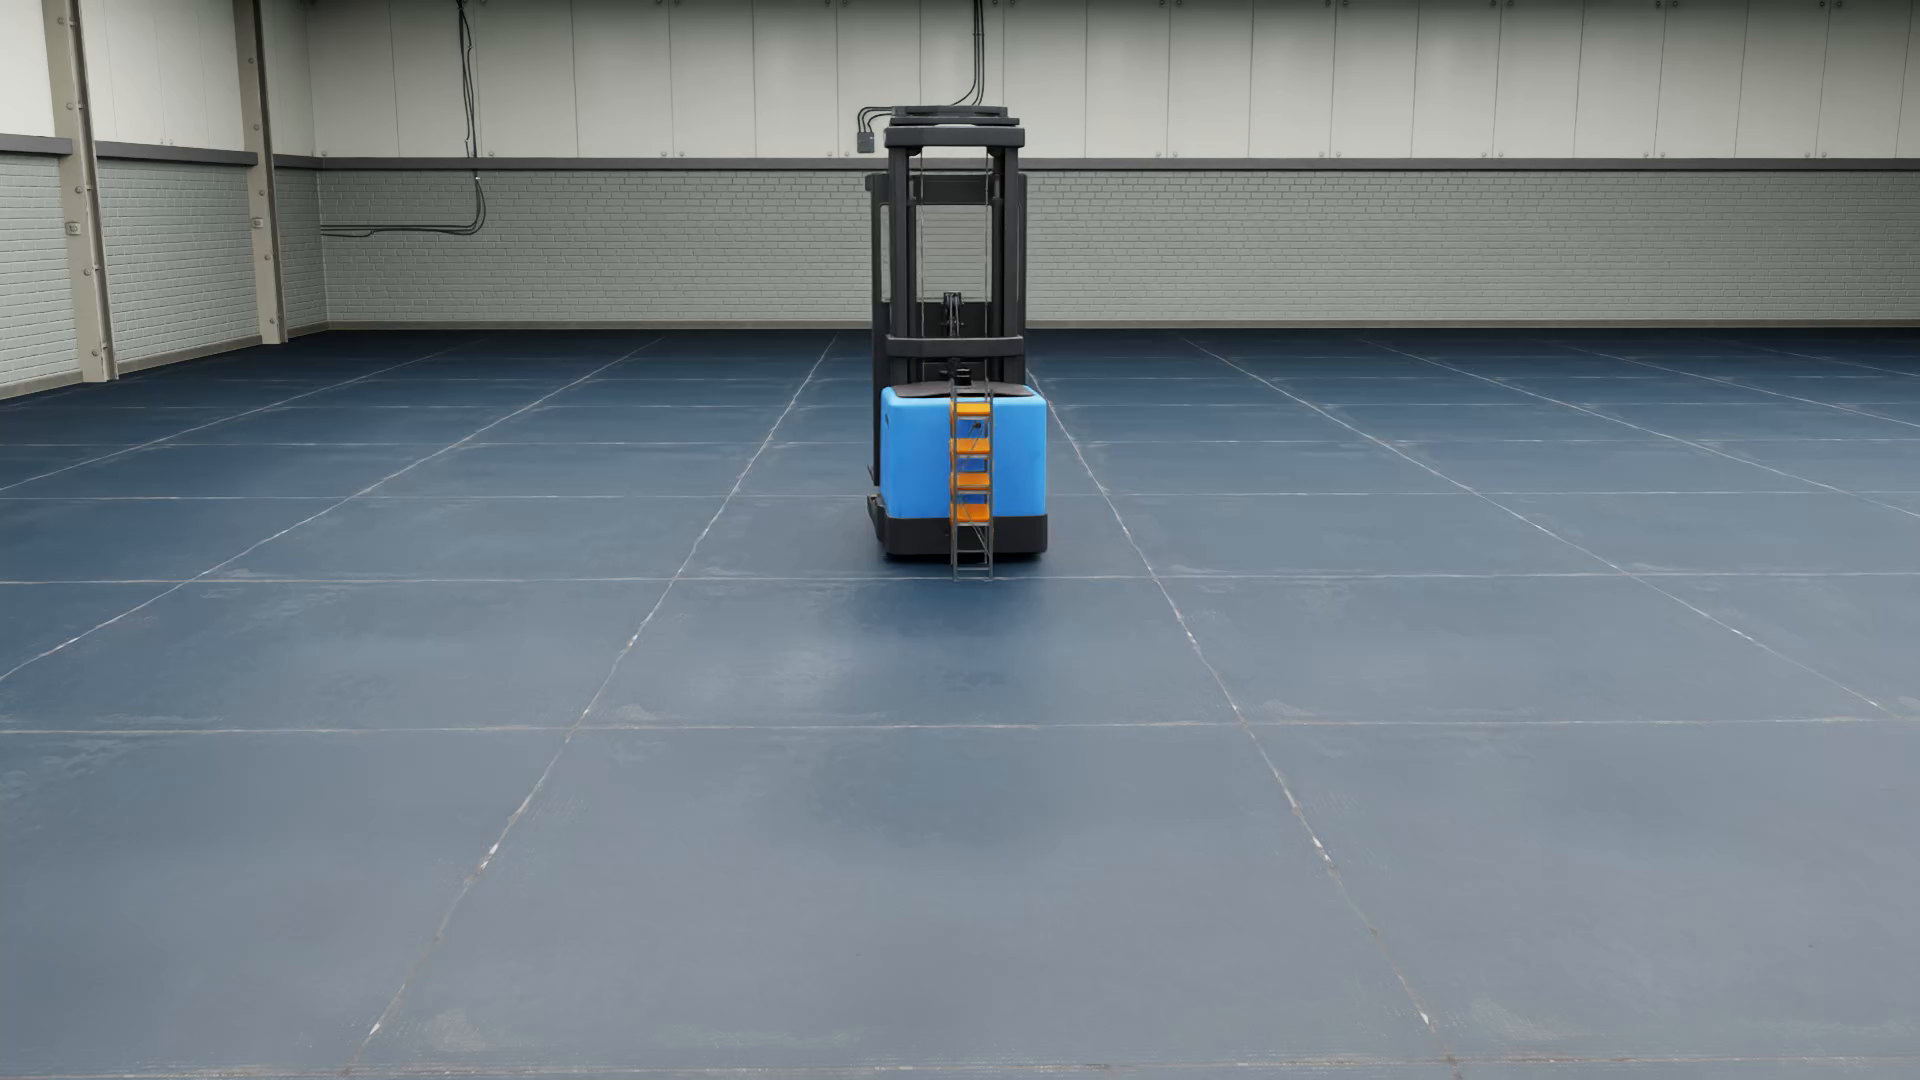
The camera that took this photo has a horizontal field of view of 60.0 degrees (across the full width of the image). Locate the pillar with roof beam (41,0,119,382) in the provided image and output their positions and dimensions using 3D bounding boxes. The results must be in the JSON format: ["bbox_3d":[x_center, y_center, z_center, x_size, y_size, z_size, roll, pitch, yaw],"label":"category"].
[{"bbox_3d":[-7.036,-6.531,21.117,9.100,9.000,0.400,0,11,-1],"label":"pillar with roof beam"}]

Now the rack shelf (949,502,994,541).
[{"bbox_3d":[0.070,-0.120,10.445,0.258,0.148,0.480,-1,12,-2],"label":"rack shelf"}]

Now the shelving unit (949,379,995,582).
[{"bbox_3d":[0.070,-0.379,10.387,0.258,1.200,0.503,-1,12,-2],"label":"shelving unit"}]

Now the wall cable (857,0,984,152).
[{"bbox_3d":[-0.711,-9.999,29.660,2.305,6.003,0.169,0,11,-1],"label":"wall cable"}]

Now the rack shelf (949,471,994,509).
[{"bbox_3d":[0.070,-0.314,10.402,0.258,0.148,0.480,-1,12,-2],"label":"rack shelf"}]

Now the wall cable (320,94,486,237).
[{"bbox_3d":[-10.203,-6.775,30.131,3.097,2.526,0.112,0,11,-1],"label":"wall cable"}]

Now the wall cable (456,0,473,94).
[{"bbox_3d":[-7.498,-9.261,29.683,3.097,2.526,0.112,0,11,-1],"label":"wall cable"}]

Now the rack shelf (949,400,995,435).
[{"bbox_3d":[0.070,-0.763,10.303,0.258,0.148,0.480,-1,12,-2],"label":"rack shelf"}]

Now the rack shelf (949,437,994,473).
[{"bbox_3d":[0.070,-0.532,10.354,0.258,0.148,0.480,-1,12,-2],"label":"rack shelf"}]

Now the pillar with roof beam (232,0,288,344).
[{"bbox_3d":[-7.160,-7.723,26.996,9.100,9.000,0.400,0,11,-1],"label":"pillar with roof beam"}]

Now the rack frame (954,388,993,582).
[{"bbox_3d":[0.081,-0.327,10.149,0.240,1.200,0.015,-1,12,-2],"label":"rack frame"}]

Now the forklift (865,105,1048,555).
[{"bbox_3d":[-0.107,-1.578,11.964,1.130,2.935,3.031,-1,12,-6],"label":"forklift"}]

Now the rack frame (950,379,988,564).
[{"bbox_3d":[0.059,-0.432,10.625,0.240,1.200,0.015,-1,12,-2],"label":"rack frame"}]
